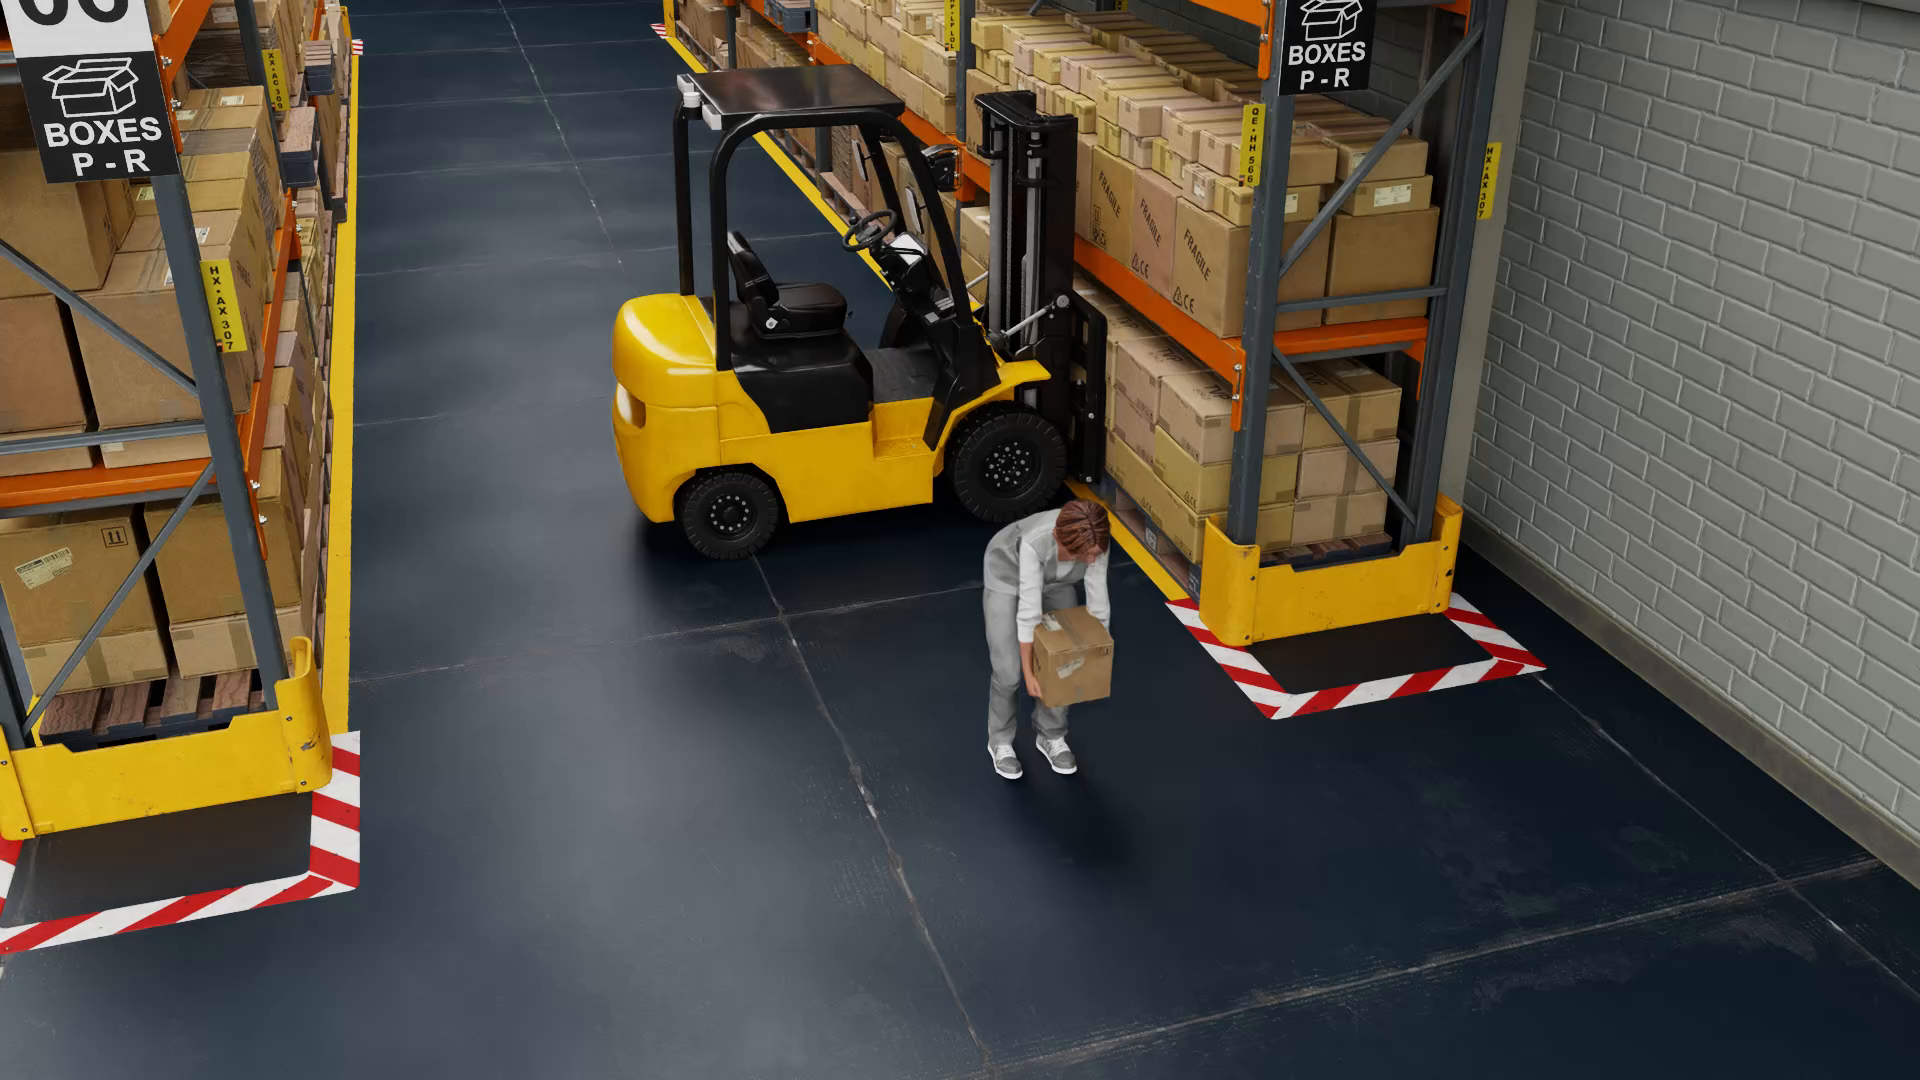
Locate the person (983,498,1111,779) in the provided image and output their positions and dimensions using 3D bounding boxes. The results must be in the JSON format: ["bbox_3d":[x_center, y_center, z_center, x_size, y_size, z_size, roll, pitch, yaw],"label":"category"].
[{"bbox_3d":[0.332,0.358,6.231,0.382,1.317,0.757,-9,28,-17],"label":"person"}]
